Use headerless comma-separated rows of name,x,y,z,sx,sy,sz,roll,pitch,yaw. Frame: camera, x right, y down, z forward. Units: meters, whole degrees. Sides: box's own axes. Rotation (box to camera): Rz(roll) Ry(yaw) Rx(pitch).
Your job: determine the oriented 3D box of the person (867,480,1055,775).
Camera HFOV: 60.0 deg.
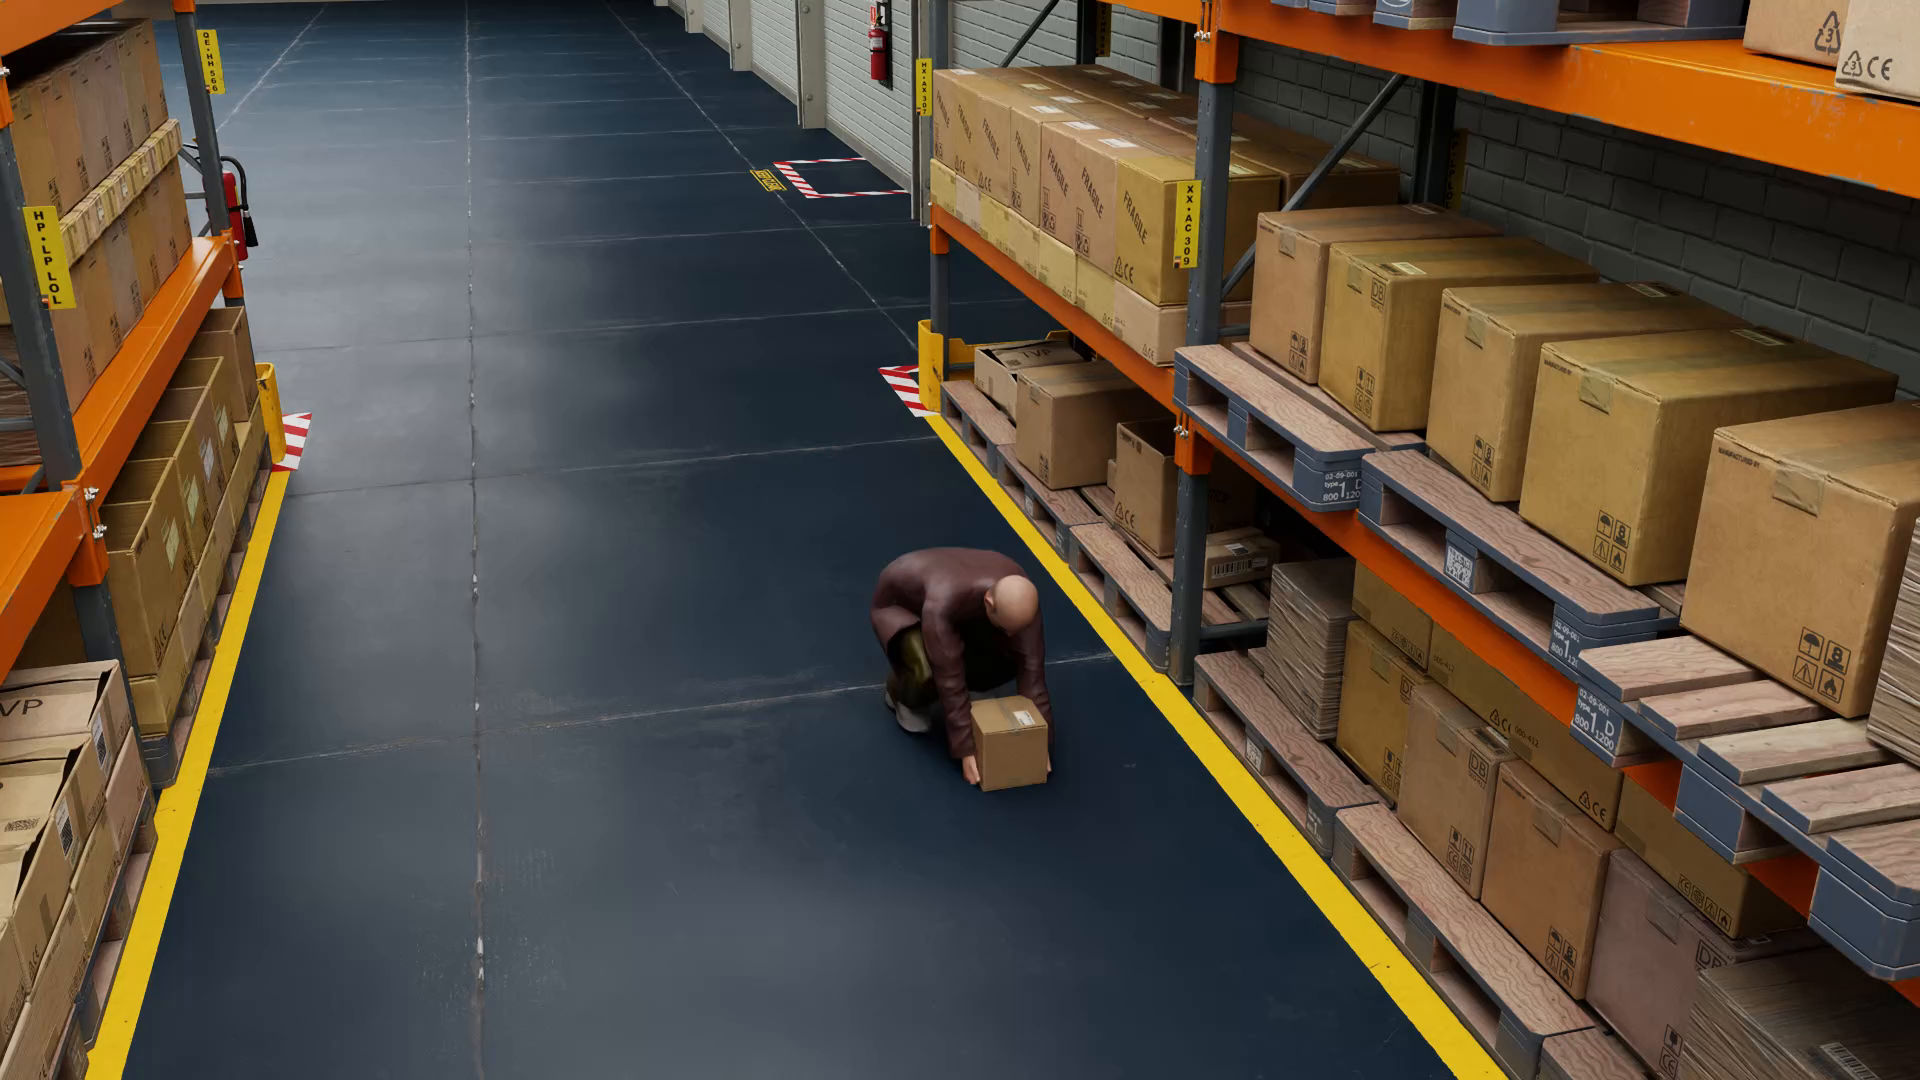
person,0.010,0.303,6.418,0.593,0.980,0.977,-13,26,-28
